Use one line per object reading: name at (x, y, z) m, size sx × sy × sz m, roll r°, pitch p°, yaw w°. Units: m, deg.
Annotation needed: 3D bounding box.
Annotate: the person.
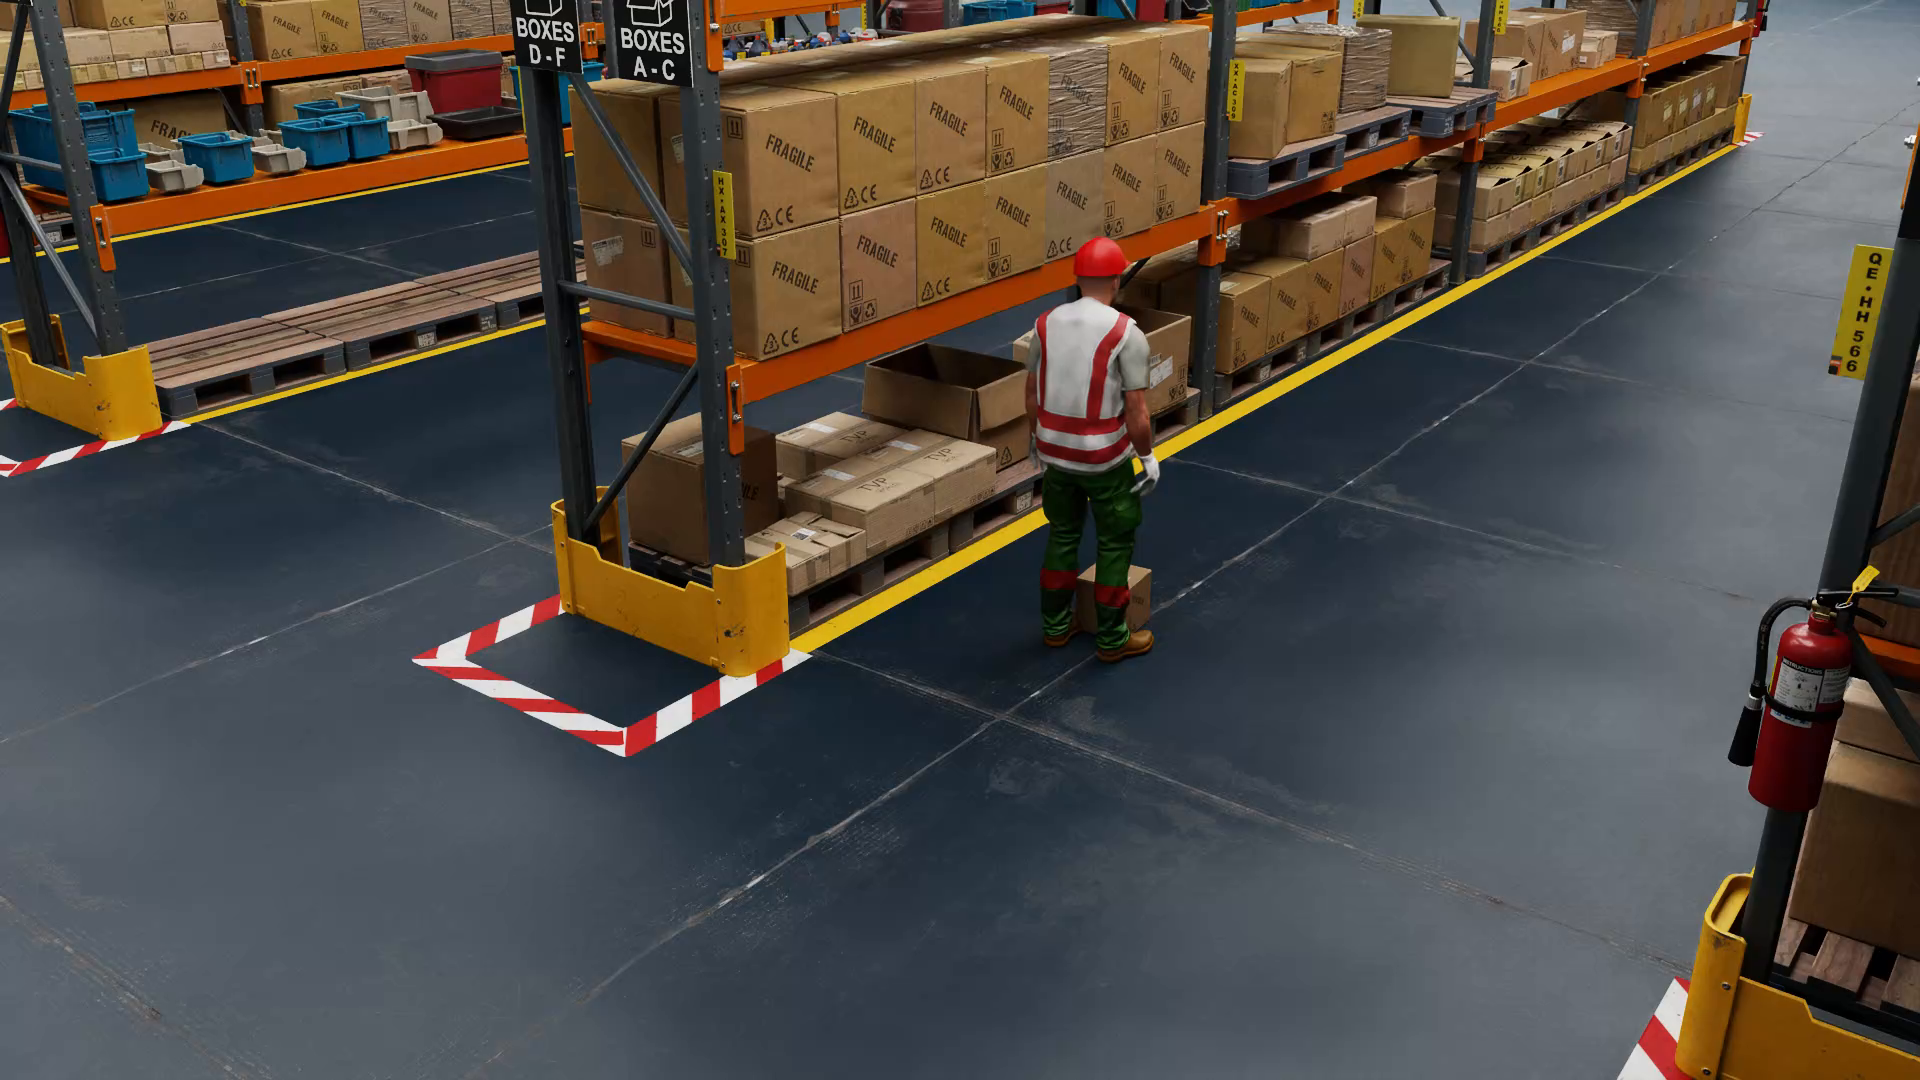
person at (0.548, -0.362, 6.919) m, size 0.608 × 1.779 × 0.449 m, roll 15°, pitch 28°, yaw 32°
